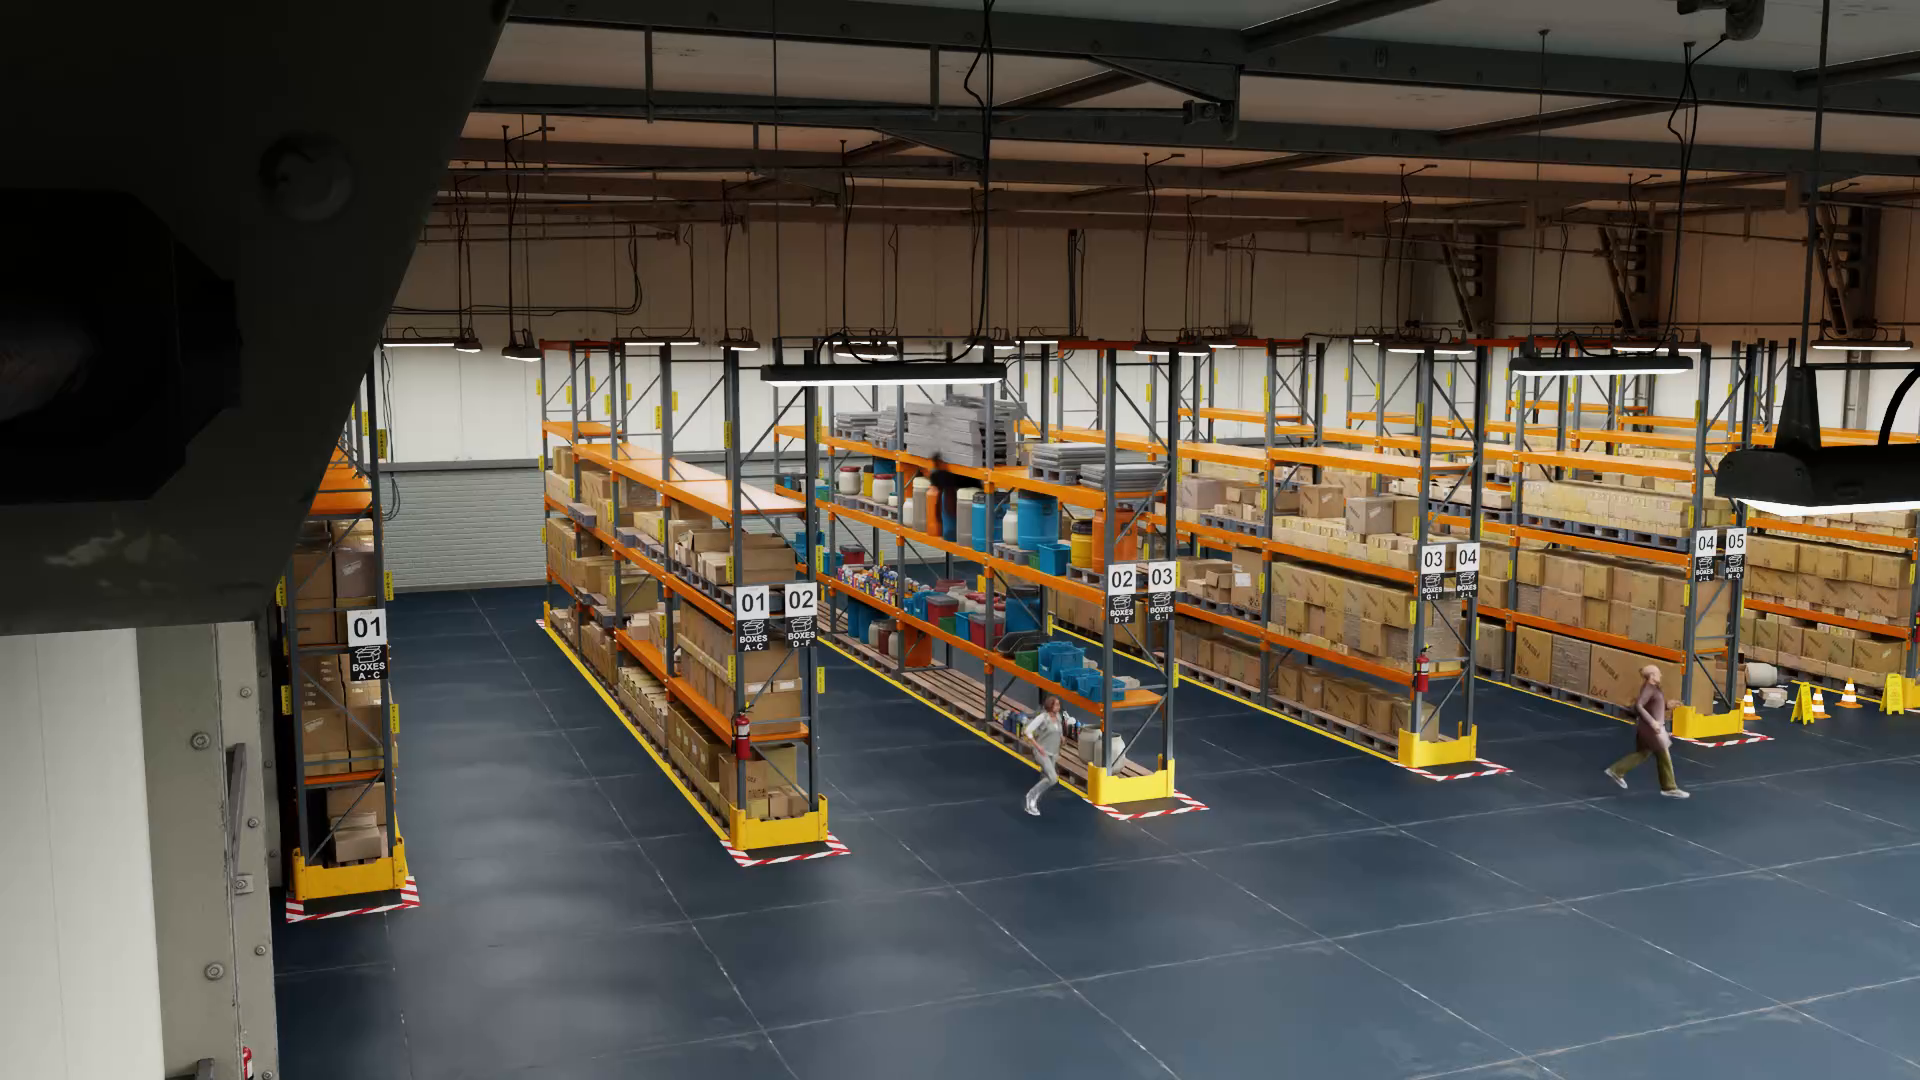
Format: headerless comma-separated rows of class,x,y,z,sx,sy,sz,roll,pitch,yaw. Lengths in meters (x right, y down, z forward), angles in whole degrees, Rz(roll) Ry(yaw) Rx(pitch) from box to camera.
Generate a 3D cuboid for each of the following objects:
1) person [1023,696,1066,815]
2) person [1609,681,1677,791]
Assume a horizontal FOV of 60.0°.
person,1.136,2.779,21.525,0.549,1.543,0.545,7,10,42
person,9.171,2.603,22.260,0.845,1.478,0.704,2,8,12
